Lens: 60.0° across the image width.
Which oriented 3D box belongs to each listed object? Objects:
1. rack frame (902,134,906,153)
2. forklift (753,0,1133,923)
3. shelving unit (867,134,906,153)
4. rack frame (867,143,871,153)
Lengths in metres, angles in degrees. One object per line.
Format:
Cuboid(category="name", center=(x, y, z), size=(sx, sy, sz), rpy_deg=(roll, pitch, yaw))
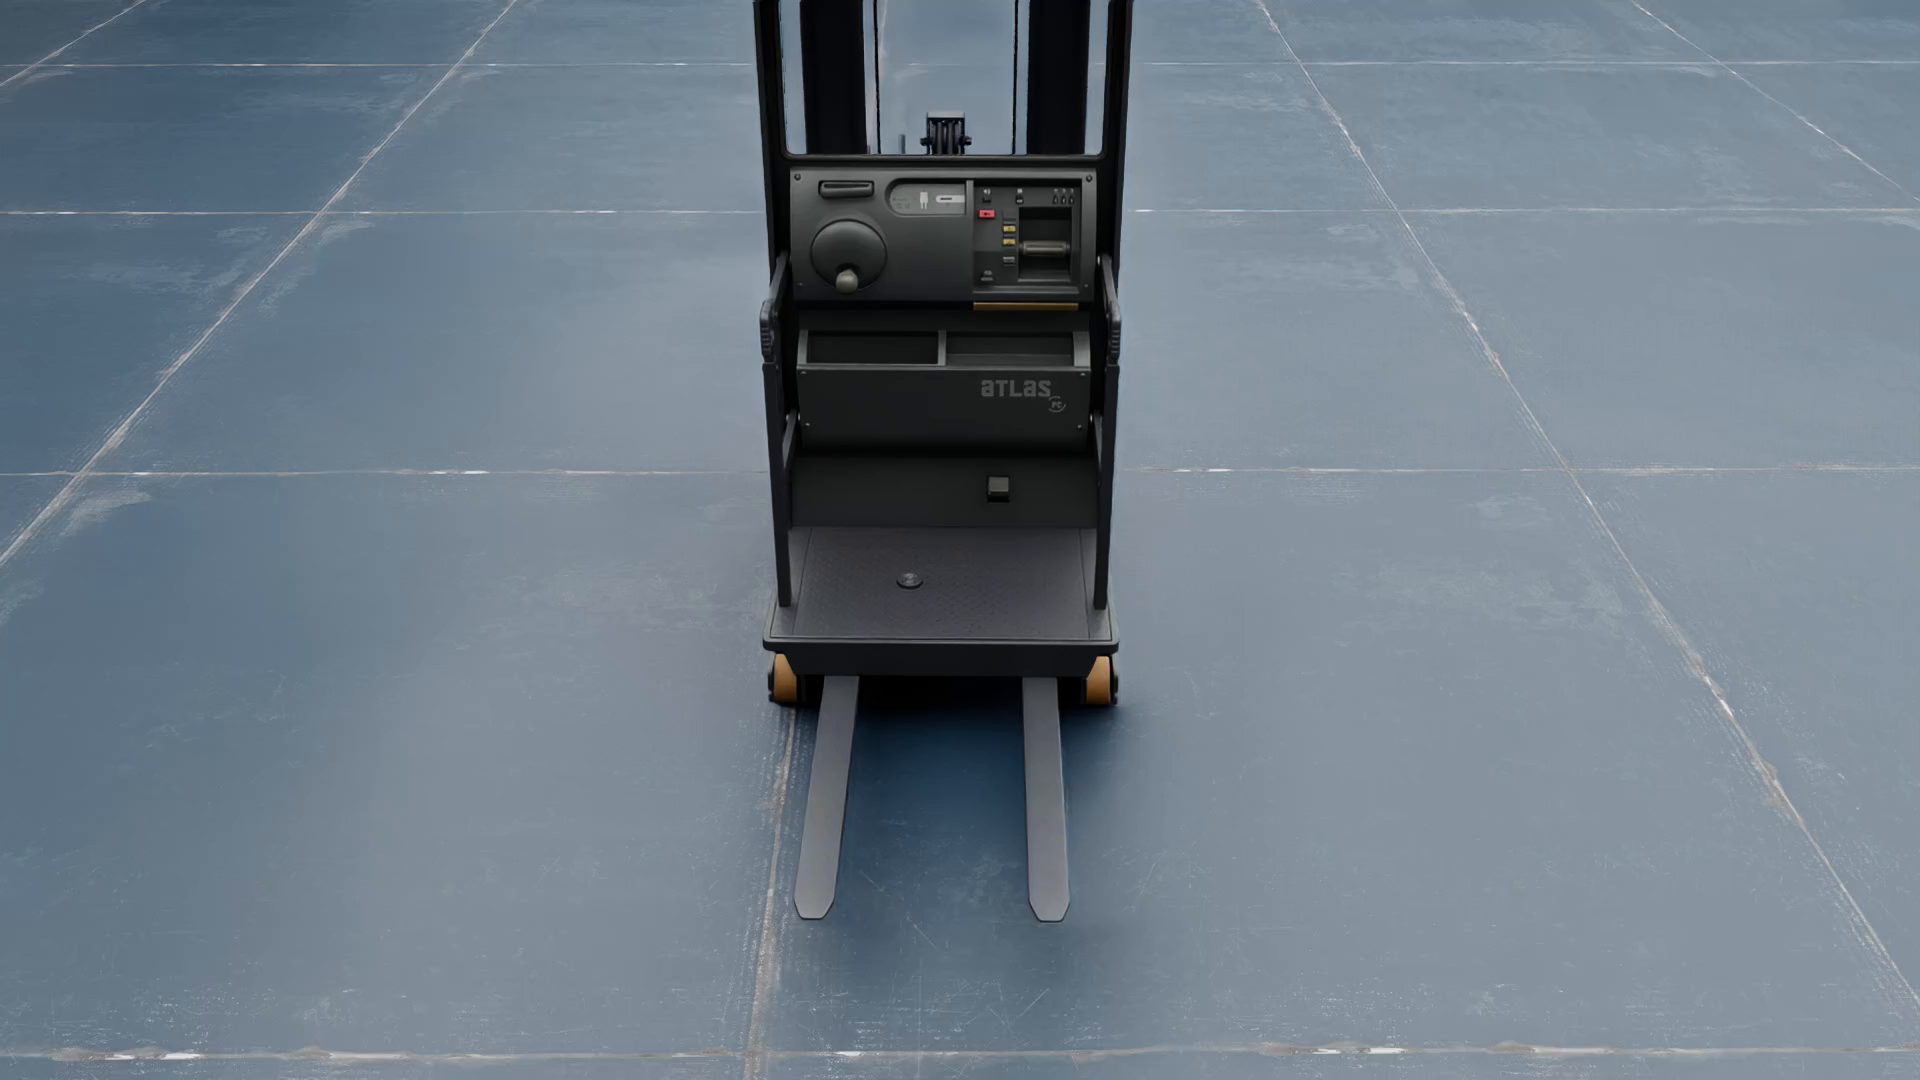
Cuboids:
Cuboid(category="rack frame", center=(-0.152, -1.051, 6.824), size=(0.006, 1.200, 0.240), rpy_deg=(-25, 39, -35))
Cuboid(category="forklift", center=(-0.052, -0.882, 4.878), size=(1.130, 2.935, 3.031), rpy_deg=(0, 31, 1))
Cuboid(category="shelving unit", center=(-0.220, -1.019, 6.771), size=(0.189, 1.200, 0.258), rpy_deg=(-25, 39, -35))
Cuboid(category="rack frame", center=(-0.288, -0.988, 6.718), size=(0.006, 1.200, 0.240), rpy_deg=(-25, 39, -35))
